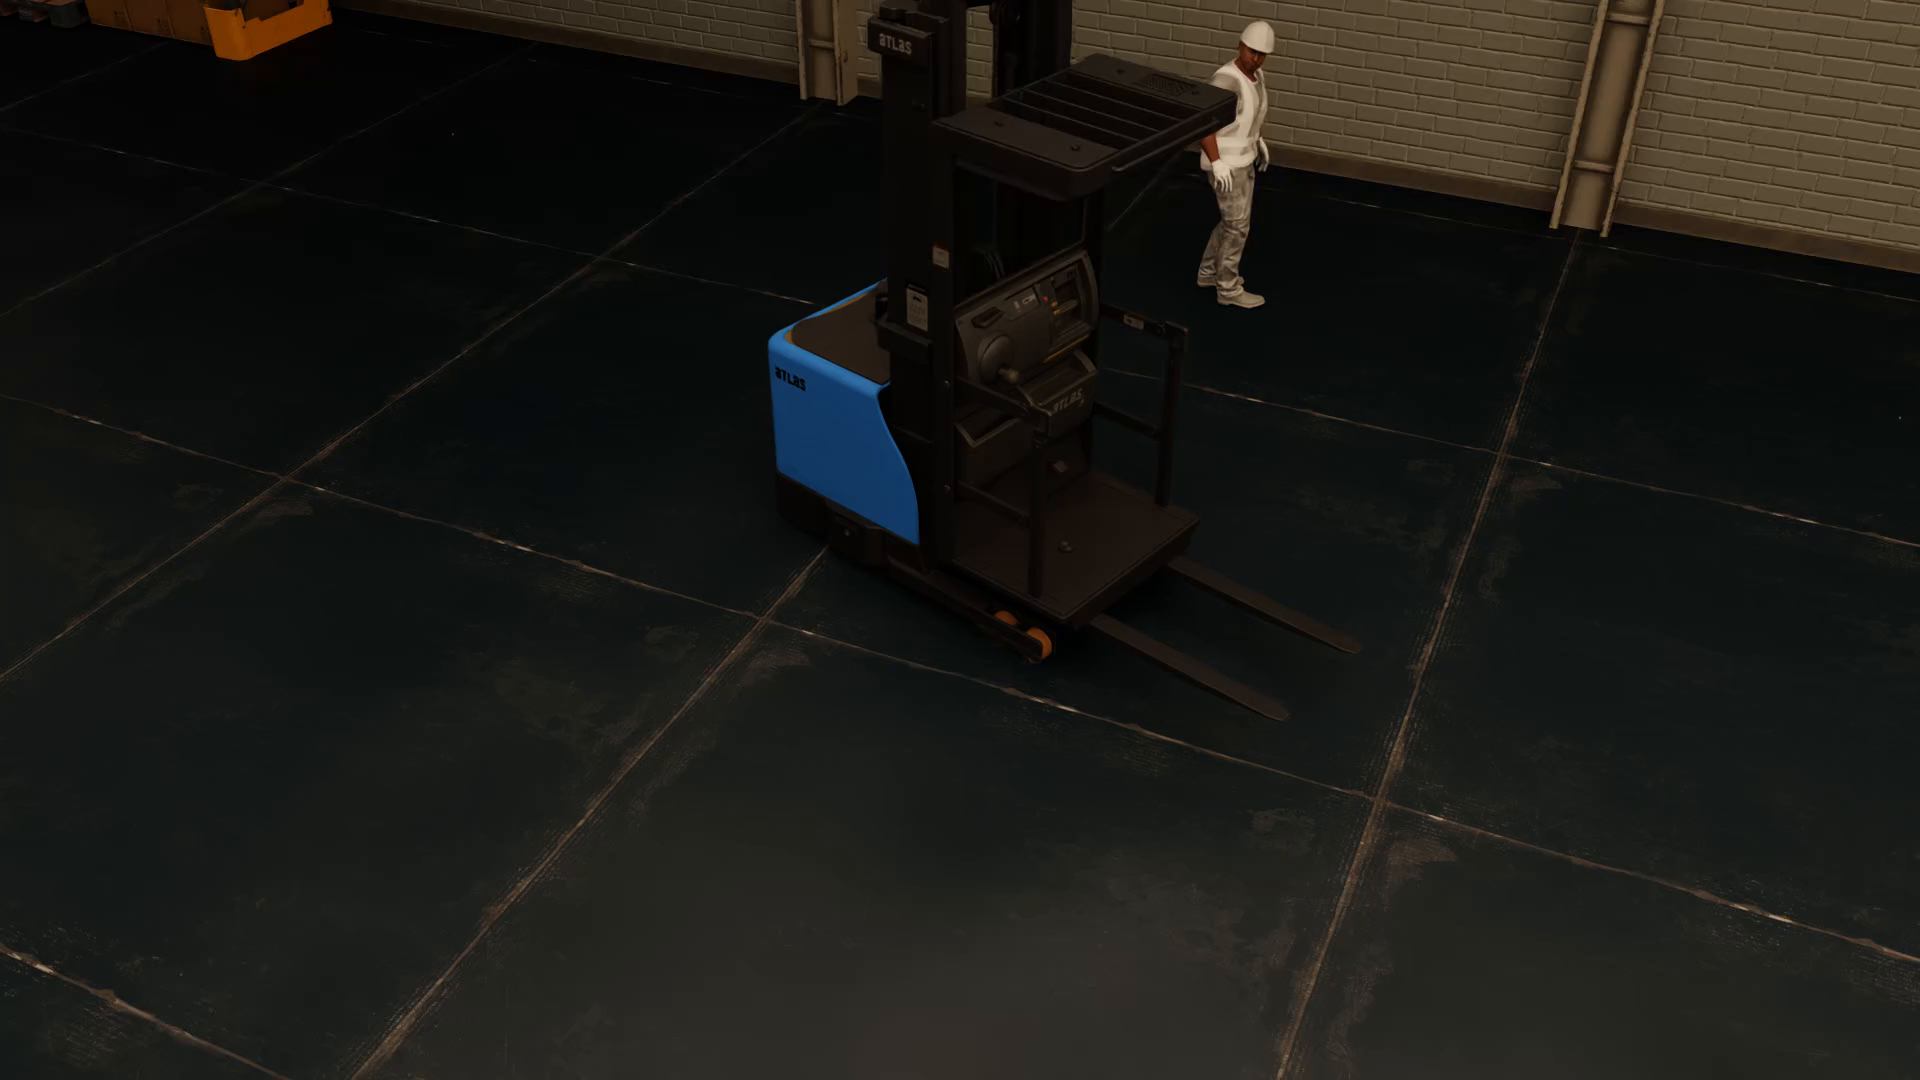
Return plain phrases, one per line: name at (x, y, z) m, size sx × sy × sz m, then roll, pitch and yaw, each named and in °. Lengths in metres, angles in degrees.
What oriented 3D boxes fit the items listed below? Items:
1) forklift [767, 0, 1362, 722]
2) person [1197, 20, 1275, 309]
forklift at (0.471, -0.962, 7.435) m, size 3.031 × 2.935 × 1.130 m, roll 27°, pitch 44°, yaw 33°
person at (1.772, -2.348, 10.389) m, size 0.521 × 1.760 × 0.785 m, roll 13°, pitch 38°, yaw 17°
